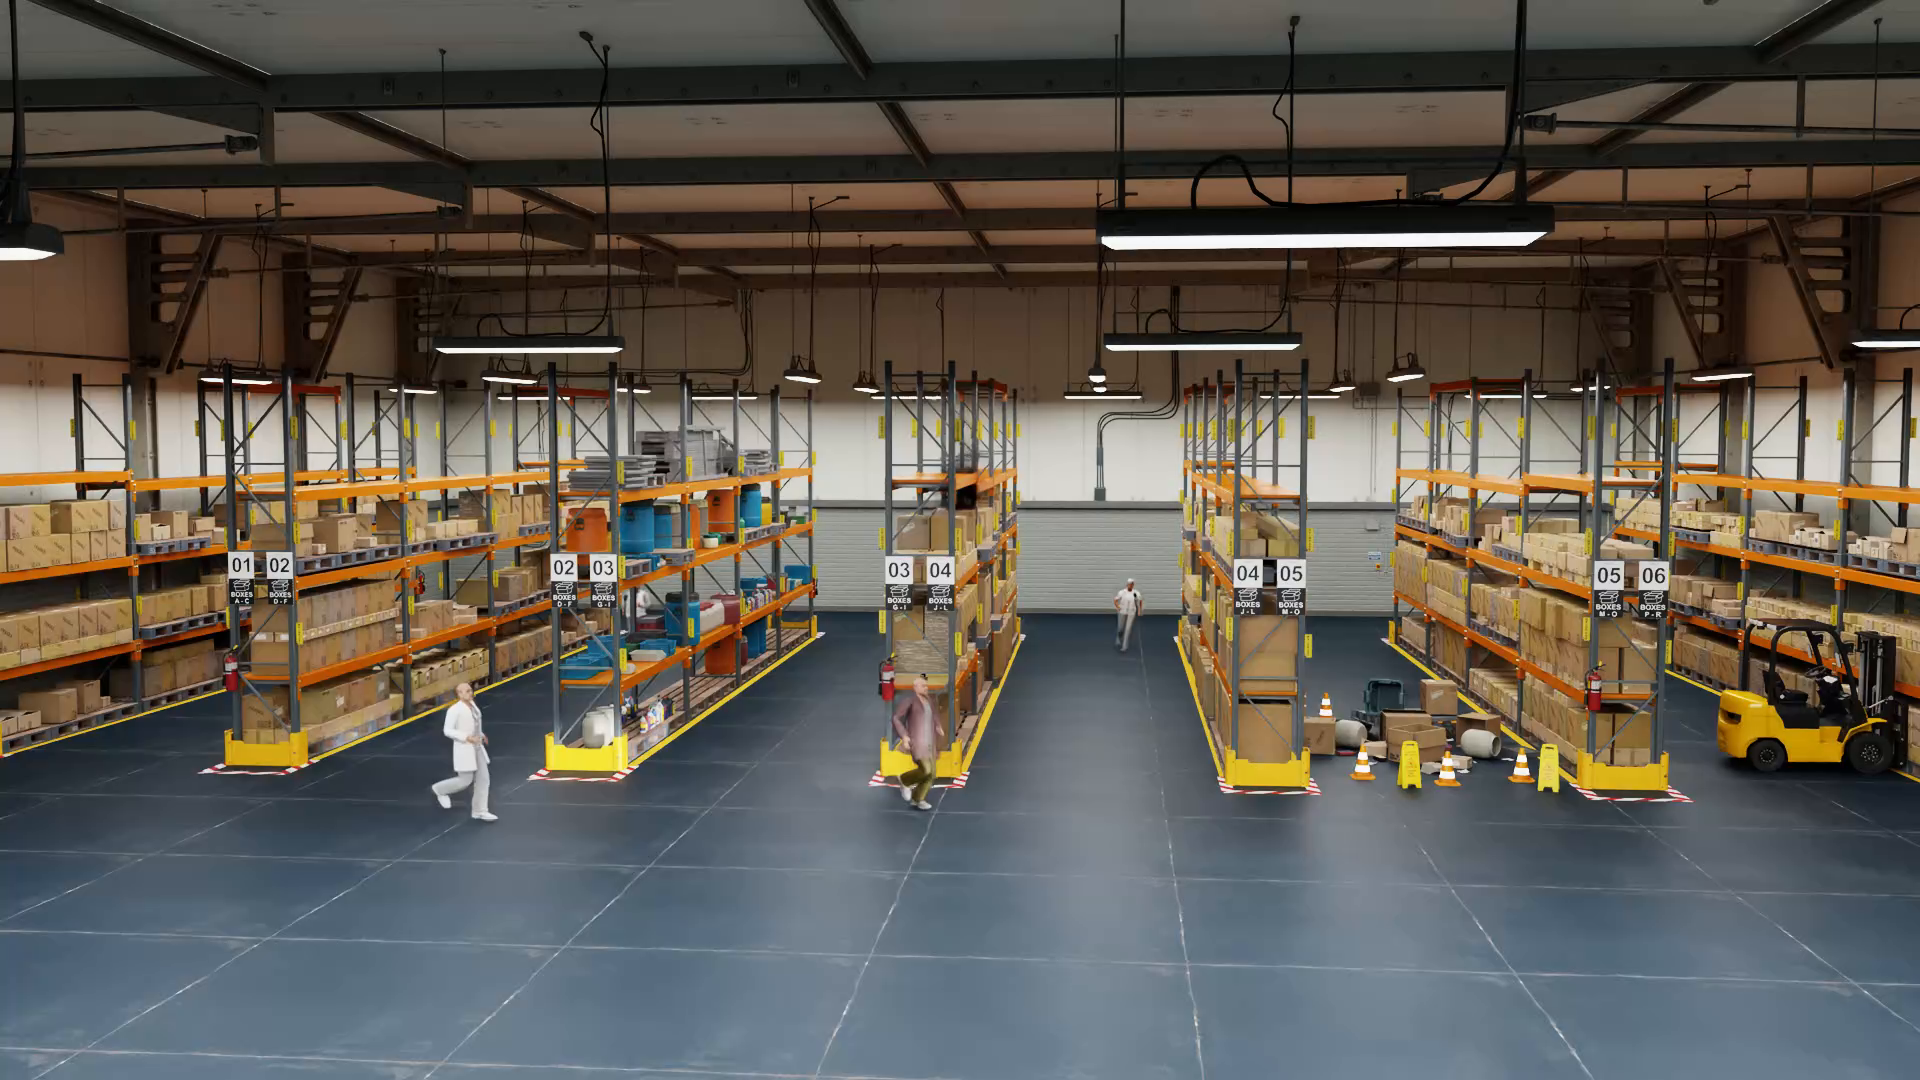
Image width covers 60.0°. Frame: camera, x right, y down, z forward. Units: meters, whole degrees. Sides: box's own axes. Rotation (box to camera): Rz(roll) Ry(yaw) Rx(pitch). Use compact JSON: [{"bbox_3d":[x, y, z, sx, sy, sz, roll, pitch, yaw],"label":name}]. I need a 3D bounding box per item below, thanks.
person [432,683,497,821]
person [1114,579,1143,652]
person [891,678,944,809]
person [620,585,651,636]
[{"bbox_3d":[-6.368,2.718,21.425,0.934,1.763,0.710,2,4,22],"label":"person"},{"bbox_3d":[3.854,1.699,37.975,0.669,1.635,0.837,0,4,4],"label":"person"},{"bbox_3d":[-0.504,2.736,22.025,0.715,1.653,0.635,-4,5,-44],"label":"person"},{"bbox_3d":[-7.150,1.691,36.643,0.672,1.751,0.987,0,4,-7],"label":"person"}]
